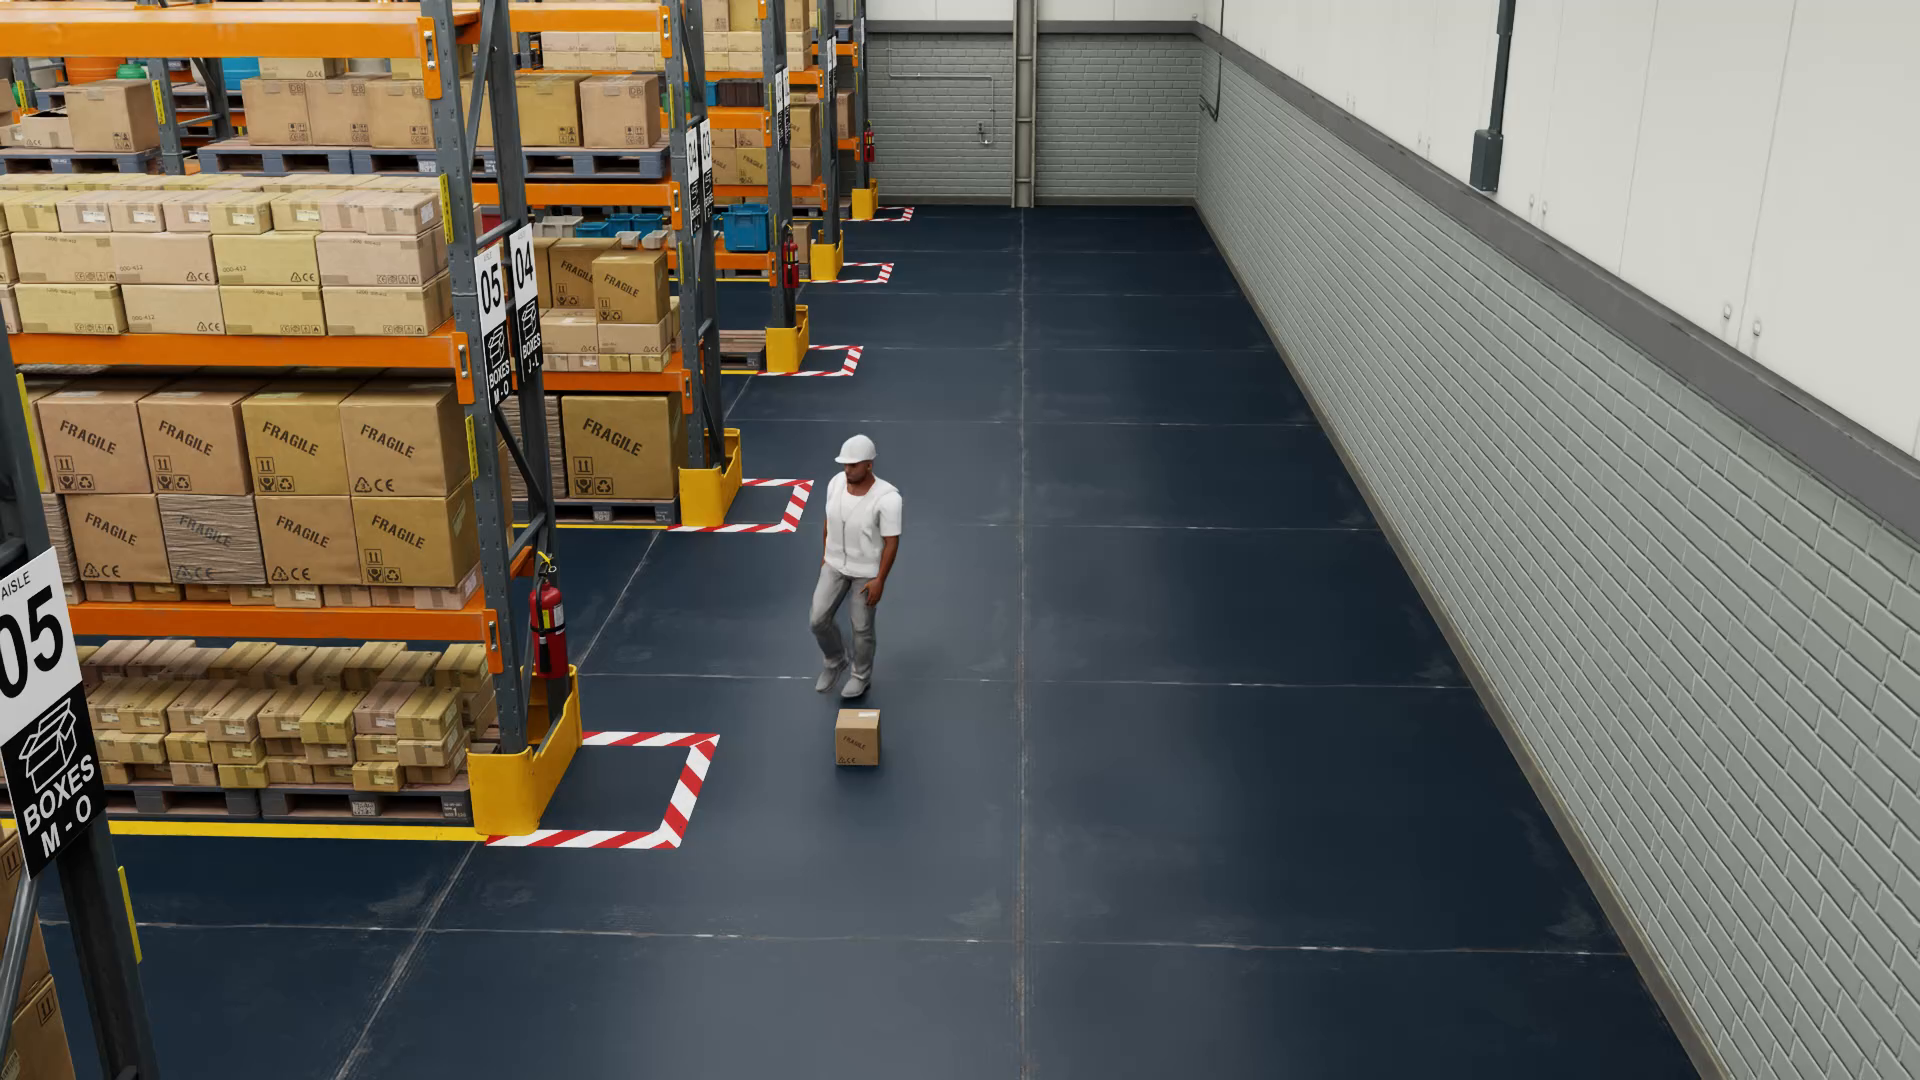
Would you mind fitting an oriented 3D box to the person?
[{"bbox_3d":[-0.668,0.201,10.486,0.633,1.781,0.474,9,23,24],"label":"person"}]
